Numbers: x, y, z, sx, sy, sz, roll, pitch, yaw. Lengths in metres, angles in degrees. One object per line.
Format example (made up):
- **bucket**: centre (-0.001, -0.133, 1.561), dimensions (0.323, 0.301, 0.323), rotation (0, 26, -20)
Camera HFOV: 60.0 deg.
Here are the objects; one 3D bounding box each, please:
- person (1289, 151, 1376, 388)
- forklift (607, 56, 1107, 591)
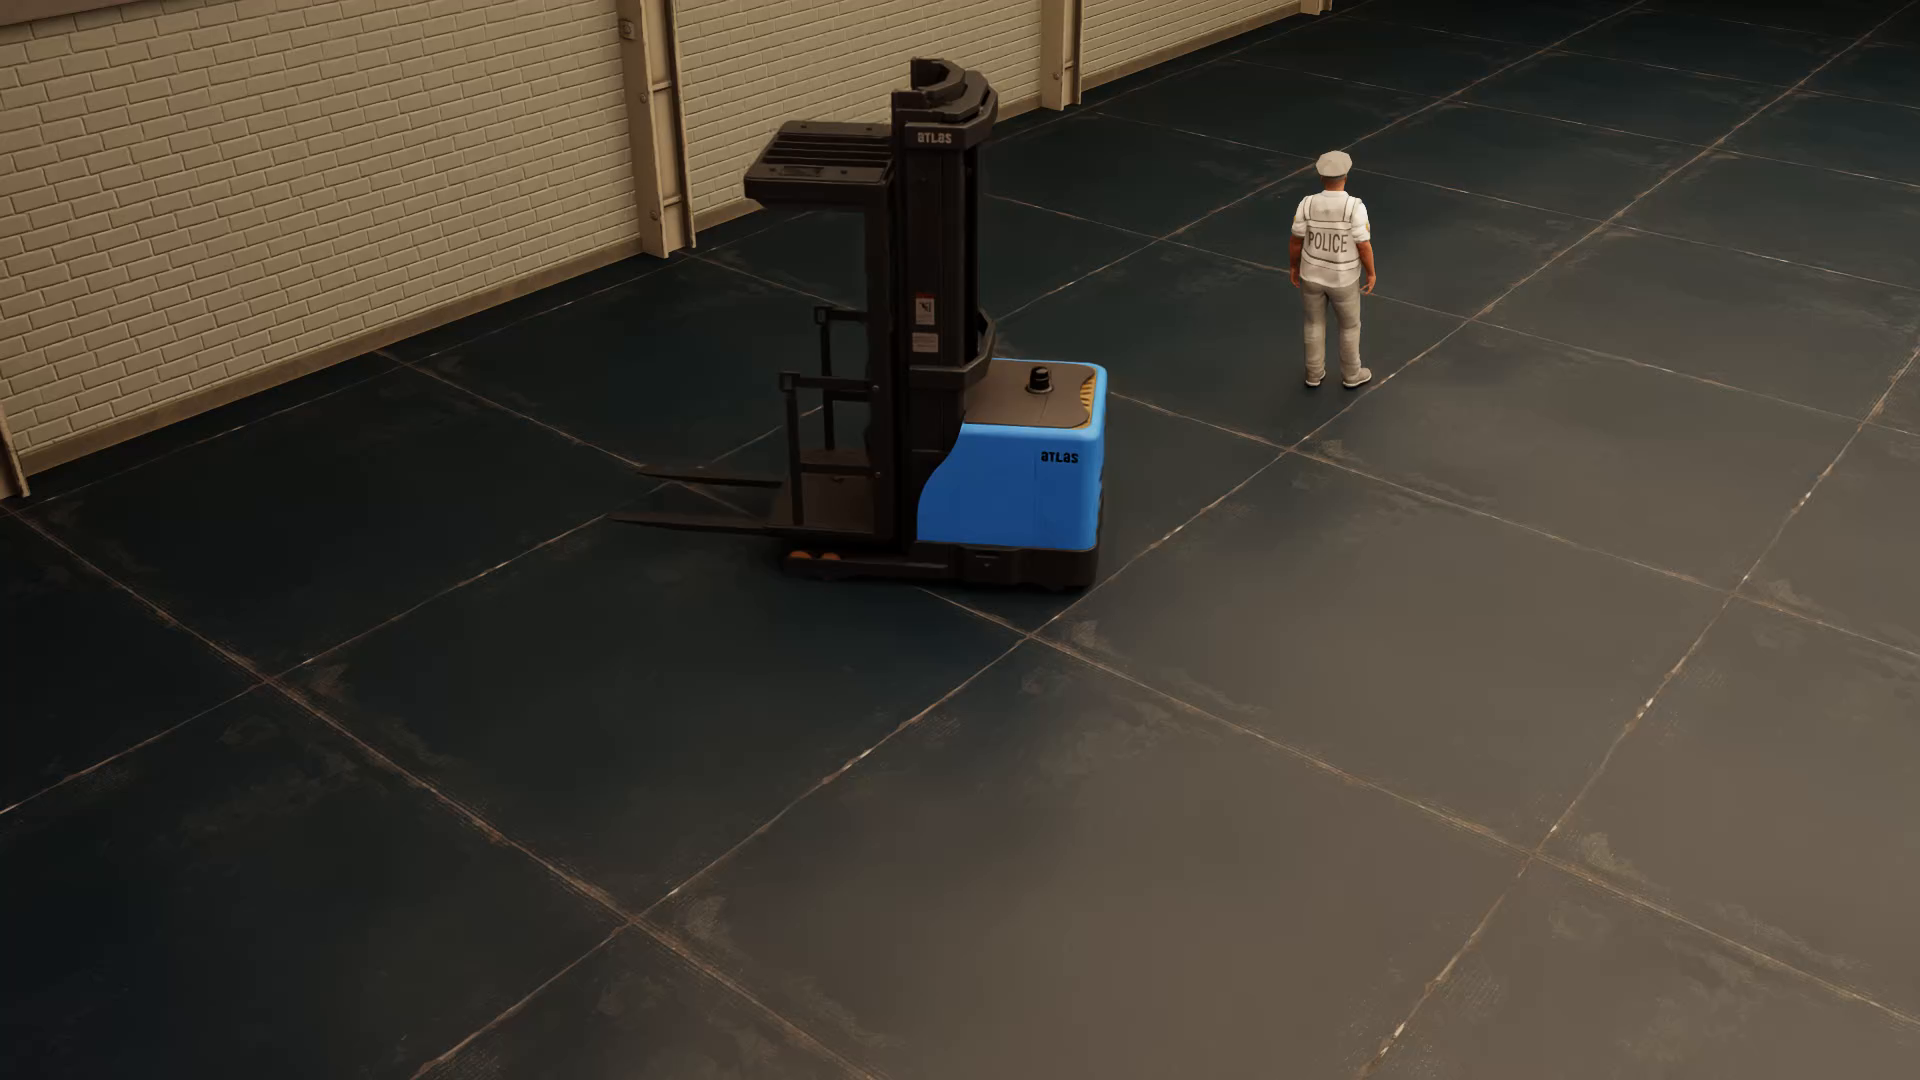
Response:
- **person**: centre (2.721, -1.963, 12.080), dimensions (0.640, 1.780, 0.575), rotation (15, 33, 24)
- **forklift**: centre (-0.641, -1.279, 9.784), dimensions (3.031, 2.935, 1.130), rotation (4, 30, 6)
